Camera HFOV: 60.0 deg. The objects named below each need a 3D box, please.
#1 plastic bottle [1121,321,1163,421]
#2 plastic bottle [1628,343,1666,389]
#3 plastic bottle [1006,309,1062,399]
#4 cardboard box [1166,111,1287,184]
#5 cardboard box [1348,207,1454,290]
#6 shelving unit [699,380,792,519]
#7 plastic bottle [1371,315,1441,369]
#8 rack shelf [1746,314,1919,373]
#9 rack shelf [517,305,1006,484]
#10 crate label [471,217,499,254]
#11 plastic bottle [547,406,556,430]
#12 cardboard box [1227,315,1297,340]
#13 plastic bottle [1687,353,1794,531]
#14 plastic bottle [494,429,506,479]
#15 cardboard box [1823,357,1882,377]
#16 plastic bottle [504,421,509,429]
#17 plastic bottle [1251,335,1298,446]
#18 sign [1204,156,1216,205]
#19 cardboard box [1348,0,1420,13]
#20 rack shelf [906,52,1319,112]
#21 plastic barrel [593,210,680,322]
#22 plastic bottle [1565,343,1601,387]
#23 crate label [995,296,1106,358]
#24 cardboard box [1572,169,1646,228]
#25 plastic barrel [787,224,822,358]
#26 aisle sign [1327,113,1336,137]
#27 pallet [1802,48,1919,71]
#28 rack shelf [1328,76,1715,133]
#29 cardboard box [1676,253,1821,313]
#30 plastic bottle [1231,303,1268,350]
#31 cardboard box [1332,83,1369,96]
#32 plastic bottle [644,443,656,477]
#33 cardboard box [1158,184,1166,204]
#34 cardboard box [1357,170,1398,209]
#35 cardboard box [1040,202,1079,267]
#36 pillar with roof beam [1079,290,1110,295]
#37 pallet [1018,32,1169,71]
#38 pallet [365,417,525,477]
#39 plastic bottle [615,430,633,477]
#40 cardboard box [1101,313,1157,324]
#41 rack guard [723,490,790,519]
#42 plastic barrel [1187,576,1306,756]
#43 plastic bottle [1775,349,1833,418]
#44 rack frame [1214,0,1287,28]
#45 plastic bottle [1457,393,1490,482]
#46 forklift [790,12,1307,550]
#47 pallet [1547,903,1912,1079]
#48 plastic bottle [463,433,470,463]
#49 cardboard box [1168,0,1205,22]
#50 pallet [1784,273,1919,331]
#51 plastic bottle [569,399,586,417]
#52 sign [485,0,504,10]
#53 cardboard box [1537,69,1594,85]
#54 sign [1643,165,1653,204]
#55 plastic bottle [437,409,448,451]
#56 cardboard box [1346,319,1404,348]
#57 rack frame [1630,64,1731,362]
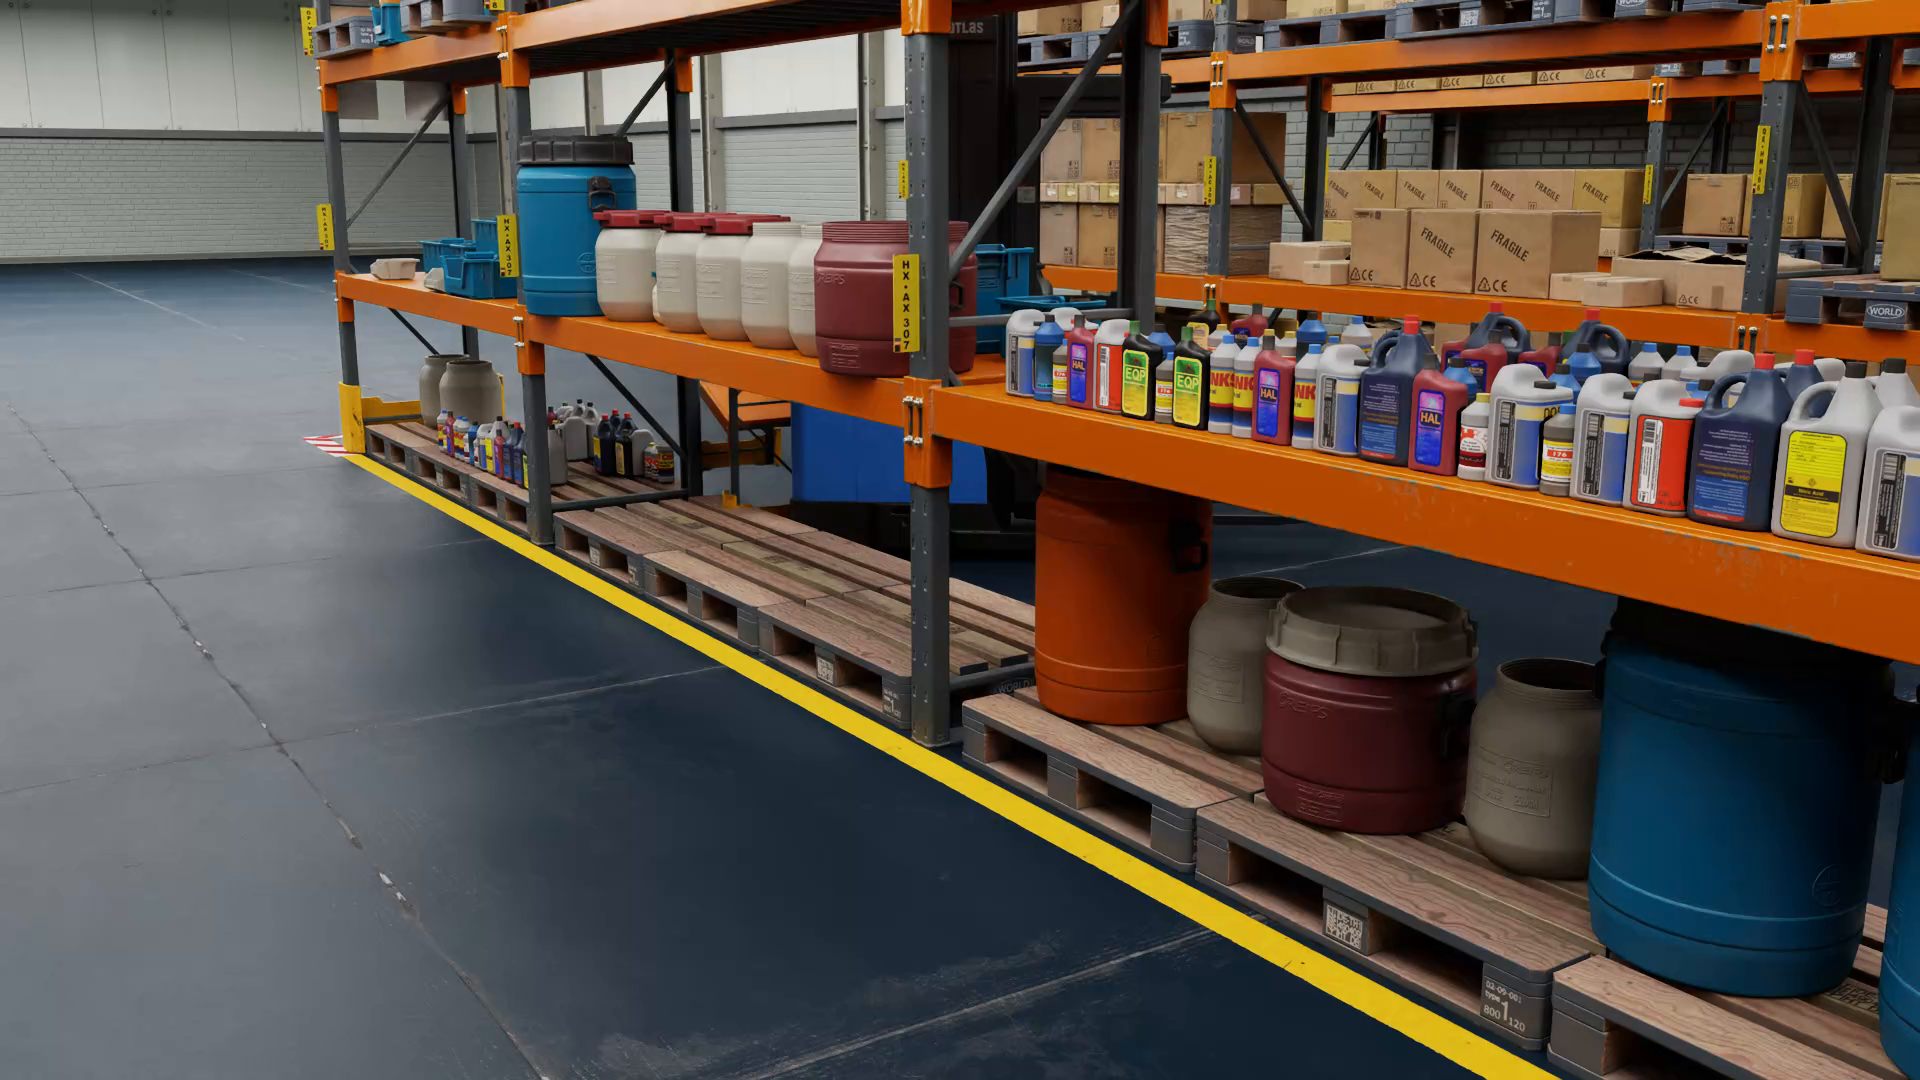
[{"bbox_3d":[0.537,-0.500,4.900,0.061,0.283,0.133,-8,15,-33],"label":"plastic bottle"},{"bbox_3d":[1.813,-0.384,4.398,0.097,0.271,0.097,0,12,0],"label":"plastic bottle"},{"bbox_3d":[0.244,-0.608,5.411,0.152,0.276,0.135,-8,15,-33],"label":"plastic bottle"},{"bbox_3d":[1.932,-2.842,12.064,0.700,0.500,0.500,-8,15,-32],"label":"cardboard box"},{"bbox_3d":[2.887,-1.897,10.783,0.500,0.500,0.500,-7,14,-29],"label":"cardboard box"},{"bbox_3d":[-1.188,-0.939,9.495,0.587,1.500,1.083,-7,25,-20],"label":"shelving unit"},{"bbox_3d":[1.150,-0.411,4.335,0.144,0.351,0.185,-8,15,-33],"label":"plastic bottle"},{"bbox_3d":[5.507,-0.662,7.053,1.077,0.370,4.000,-8,15,-33],"label":"rack shelf"},{"bbox_3d":[-0.835,-0.788,7.628,1.077,0.370,4.000,-8,15,-33],"label":"rack shelf"},{"bbox_3d":[-2.914,-1.928,11.076,0.502,0.435,0.616,-8,15,-33],"label":"crate label"},{"bbox_3d":[-2.748,-0.759,11.139,0.061,0.283,0.133,-8,15,-33],"label":"plastic bottle"},{"bbox_3d":[2.186,-1.429,12.571,0.500,0.500,0.500,-8,15,-33],"label":"cardboard box"},{"bbox_3d":[1.605,-0.206,3.397,0.144,0.351,0.185,-8,15,-33],"label":"plastic bottle"},{"bbox_3d":[-2.771,-0.522,10.054,0.061,0.283,0.133,-7,14,-29],"label":"plastic bottle"},{"bbox_3d":[7.303,-1.351,13.340,0.700,0.500,0.500,-8,15,-32],"label":"cardboard box"},{"bbox_3d":[-2.823,-0.597,10.399,0.061,0.283,0.133,-8,15,-33],"label":"plastic bottle"},{"bbox_3d":[0.846,-0.401,4.445,0.061,0.283,0.133,-8,15,-33],"label":"plastic bottle"},{"bbox_3d":[1.722,-2.476,11.453,0.100,0.325,0.005,-8,15,-33],"label":"sign"},{"bbox_3d":[2.823,-3.470,10.555,0.500,0.250,0.500,-10,16,-38],"label":"cardboard box"},{"bbox_3d":[1.075,-3.550,13.238,1.077,0.370,4.000,-8,15,-33],"label":"rack shelf"},{"bbox_3d":[-1.595,-1.365,8.266,0.433,0.535,0.433,0,12,0],"label":"plastic barrel"},{"bbox_3d":[1.639,-0.384,4.399,0.097,0.271,0.097,0,12,0],"label":"plastic bottle"},{"bbox_3d":[0.352,-0.821,6.488,0.303,0.233,0.416,-8,15,-33],"label":"crate label"},{"bbox_3d":[5.785,-3.018,14.691,0.500,0.500,0.500,-8,15,-33],"label":"cardboard box"},{"bbox_3d":[-0.474,-0.996,6.633,0.421,0.512,0.421,0,12,0],"label":"plastic barrel"},{"bbox_3d":[3.799,-4.626,17.411,0.394,0.787,0.004,-8,15,-33],"label":"aisle sign"},{"bbox_3d":[7.135,-3.735,12.838,1.213,0.211,1.003,-8,15,-33],"label":"pallet"},{"bbox_3d":[5.196,-4.137,15.923,1.077,0.370,4.000,-8,15,-33],"label":"rack shelf"},{"bbox_3d":[4.234,-1.396,8.931,0.500,0.311,0.500,-7,14,-29],"label":"cardboard box"},{"bbox_3d":[0.980,-0.664,5.651,0.061,0.283,0.133,-8,15,-33],"label":"plastic bottle"},{"bbox_3d":[4.066,-4.814,17.052,0.500,0.500,0.500,-8,14,-31],"label":"cardboard box"},{"bbox_3d":[-1.867,-0.488,10.091,0.097,0.201,0.097,0,12,0],"label":"plastic bottle"},{"bbox_3d":[1.571,-2.560,12.294,0.380,0.149,0.250,-9,15,-34],"label":"cardboard box"},{"bbox_3d":[4.368,-3.472,16.768,0.500,0.500,0.500,-8,15,-33],"label":"cardboard box"},{"bbox_3d":[1.075,-2.481,13.454,0.700,0.500,0.500,-8,14,-31],"label":"cardboard box"},{"bbox_3d":[-1.712,-6.845,19.600,9.100,9.000,0.400,-8,15,-33],"label":"pillar with roof beam"},{"bbox_3d":[1.017,-3.868,13.215,1.003,0.211,1.213,-8,15,-33],"label":"pallet"},{"bbox_3d":[-3.632,-0.691,12.028,1.003,0.211,1.213,-8,15,-33],"label":"pallet"},{"bbox_3d":[-2.045,-0.533,10.107,0.061,0.283,0.133,-8,15,-33],"label":"plastic bottle"},{"bbox_3d":[1.196,-1.544,13.101,0.500,0.500,0.500,-8,15,-33],"label":"cardboard box"},{"bbox_3d":[-1.033,-0.176,9.318,0.587,0.250,0.087,-7,25,-20],"label":"rack guard"},{"bbox_3d":[0.946,0.401,5.346,0.421,0.512,0.421,0,12,0],"label":"plastic barrel"},{"bbox_3d":[1.725,-0.223,3.475,0.144,0.351,0.185,-8,15,-33],"label":"plastic bottle"},{"bbox_3d":[2.183,-5.012,11.214,1.000,3.000,0.127,-8,15,-33],"label":"rack frame"},{"bbox_3d":[1.230,-0.244,3.923,0.097,0.201,0.097,0,12,0],"label":"plastic bottle"},{"bbox_3d":[0.624,-1.424,9.011,3.031,2.935,1.130,1,12,3],"label":"forklift"},{"bbox_3d":[2.097,1.148,3.619,1.003,0.211,1.213,-8,15,-33],"label":"pallet"},{"bbox_3d":[-3.114,-0.599,10.599,0.097,0.201,0.097,0,12,0],"label":"plastic bottle"},{"bbox_3d":[1.824,-3.993,12.476,0.500,0.311,0.500,-9,15,-36],"label":"cardboard box"},{"bbox_3d":[4.833,-1.163,8.110,1.213,0.211,1.003,-8,15,-33],"label":"pallet"},{"bbox_3d":[-2.488,-0.751,10.945,0.144,0.351,0.185,-7,14,-30],"label":"plastic bottle"},{"bbox_3d":[-2.407,-2.902,8.567,0.100,0.325,0.005,-8,15,-33],"label":"sign"},{"bbox_3d":[5.549,-4.344,14.901,0.500,0.500,0.500,-10,16,-37],"label":"cardboard box"},{"bbox_3d":[5.857,-3.025,14.147,0.100,0.325,0.005,-8,15,-33],"label":"sign"},{"bbox_3d":[-3.414,-0.729,11.032,0.097,0.271,0.097,0,12,0],"label":"plastic bottle"},{"bbox_3d":[4.397,-2.147,17.422,0.500,0.311,0.500,-10,16,-39],"label":"cardboard box"},{"bbox_3d":[6.305,-2.668,14.540,1.000,3.000,0.127,-8,15,-33],"label":"rack frame"}]
